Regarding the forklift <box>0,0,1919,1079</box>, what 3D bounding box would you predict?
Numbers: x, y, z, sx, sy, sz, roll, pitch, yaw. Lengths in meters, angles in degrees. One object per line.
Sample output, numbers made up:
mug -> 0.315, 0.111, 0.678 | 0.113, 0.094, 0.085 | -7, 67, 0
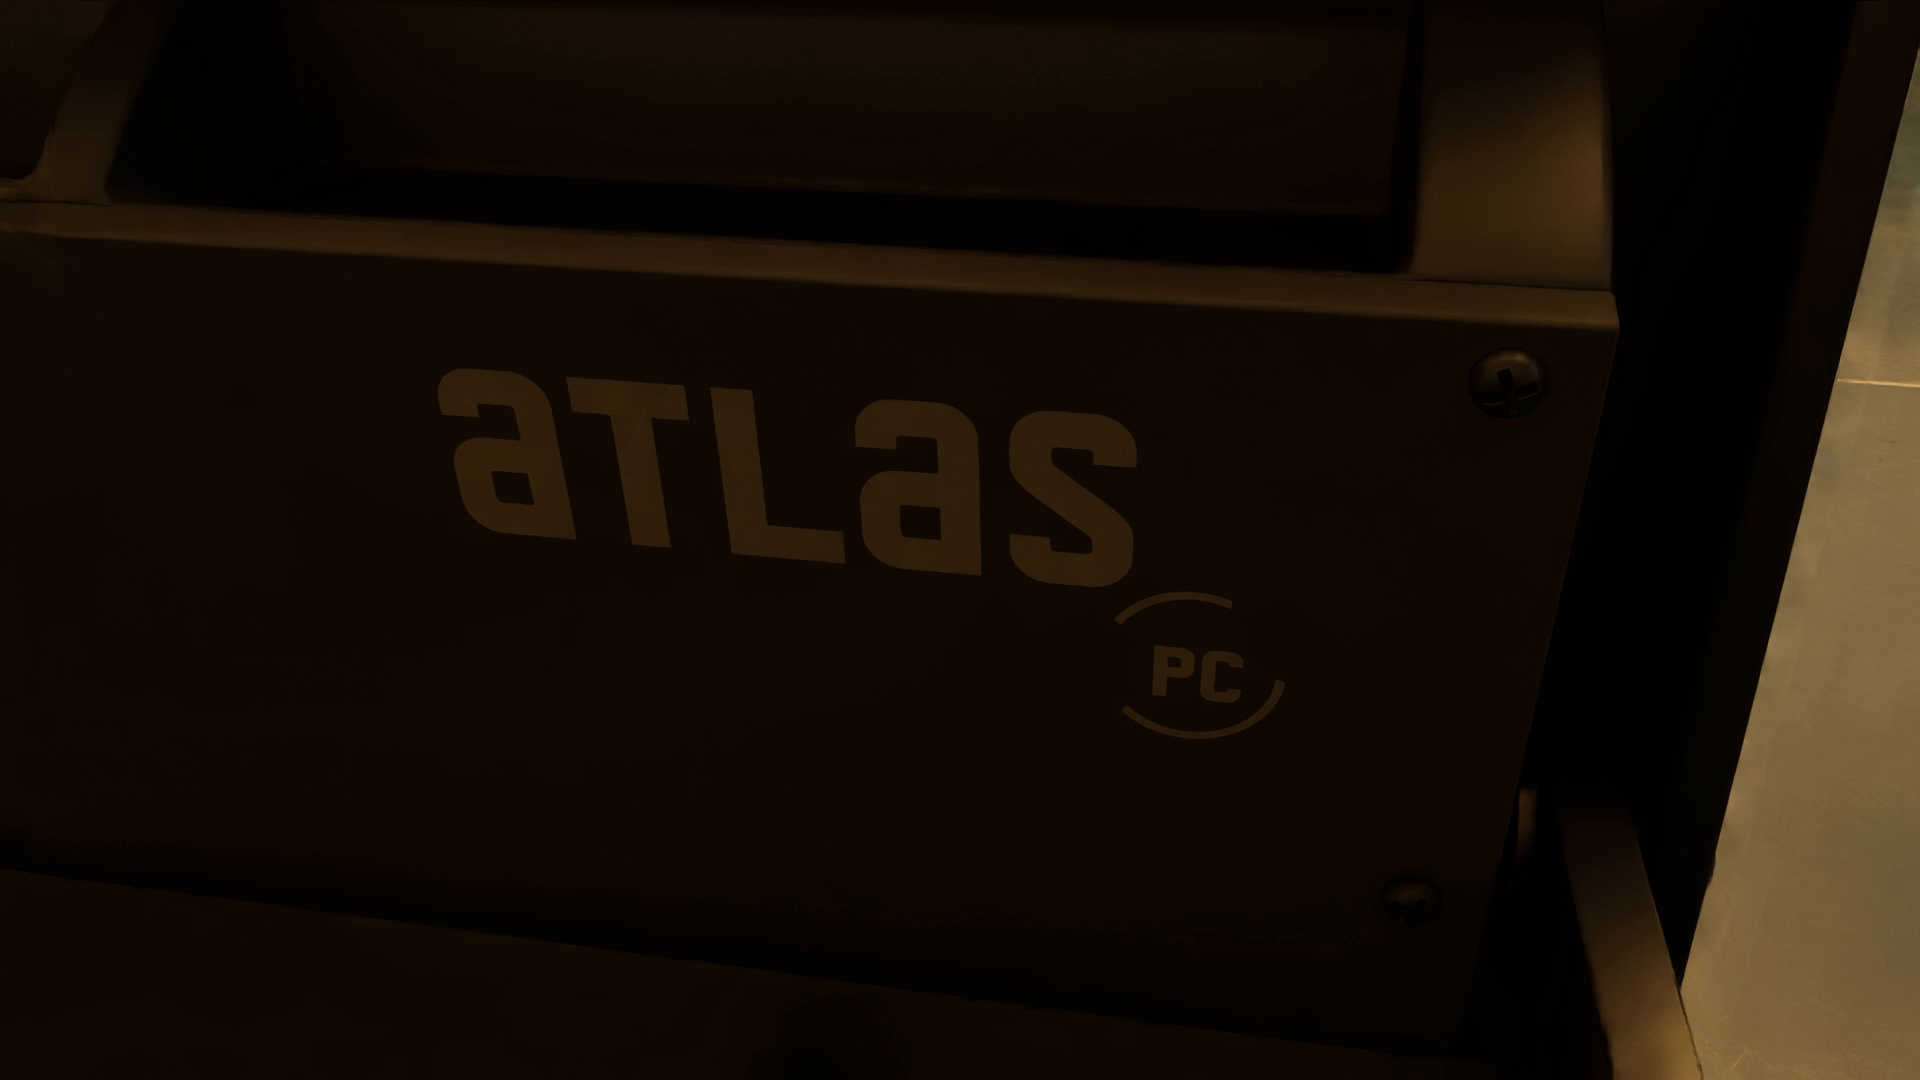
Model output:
forklift -> -0.306, -0.469, 0.176 | 1.130, 2.935, 3.031 | 5, 27, 10
